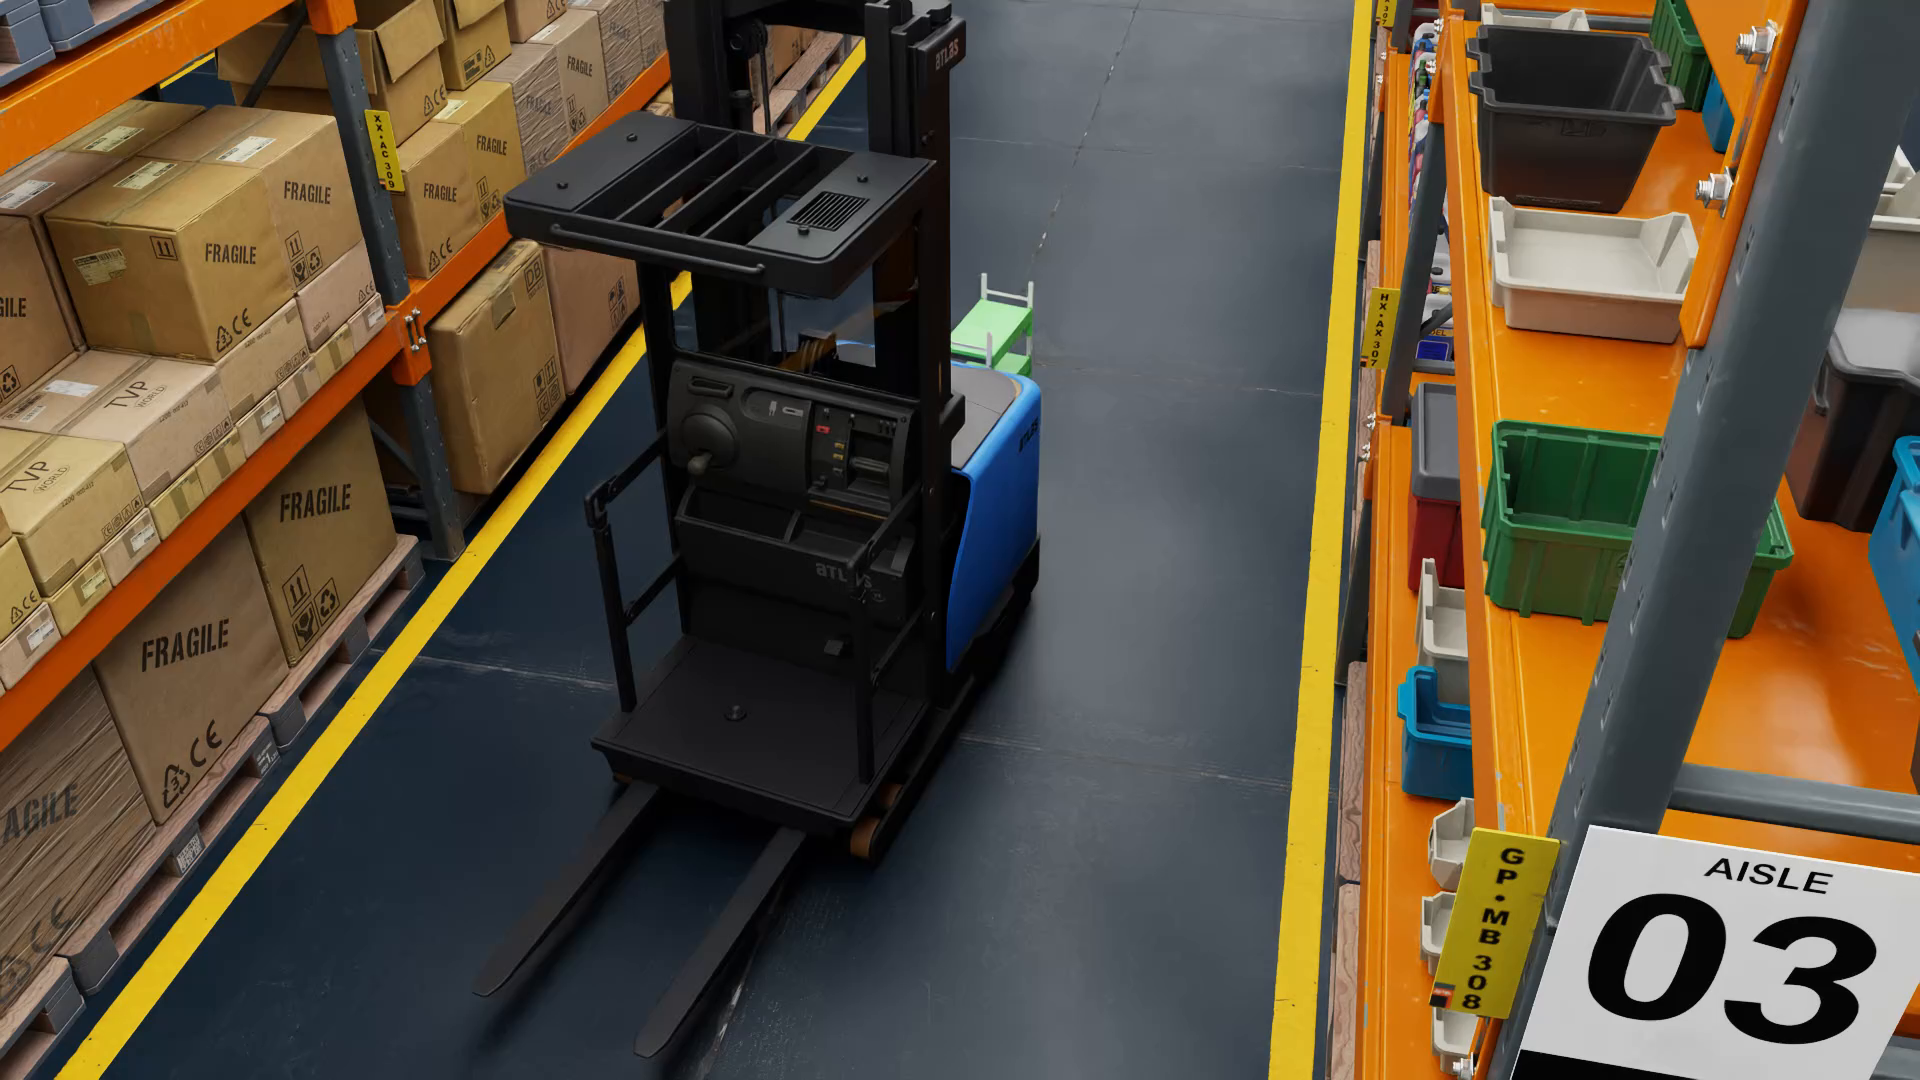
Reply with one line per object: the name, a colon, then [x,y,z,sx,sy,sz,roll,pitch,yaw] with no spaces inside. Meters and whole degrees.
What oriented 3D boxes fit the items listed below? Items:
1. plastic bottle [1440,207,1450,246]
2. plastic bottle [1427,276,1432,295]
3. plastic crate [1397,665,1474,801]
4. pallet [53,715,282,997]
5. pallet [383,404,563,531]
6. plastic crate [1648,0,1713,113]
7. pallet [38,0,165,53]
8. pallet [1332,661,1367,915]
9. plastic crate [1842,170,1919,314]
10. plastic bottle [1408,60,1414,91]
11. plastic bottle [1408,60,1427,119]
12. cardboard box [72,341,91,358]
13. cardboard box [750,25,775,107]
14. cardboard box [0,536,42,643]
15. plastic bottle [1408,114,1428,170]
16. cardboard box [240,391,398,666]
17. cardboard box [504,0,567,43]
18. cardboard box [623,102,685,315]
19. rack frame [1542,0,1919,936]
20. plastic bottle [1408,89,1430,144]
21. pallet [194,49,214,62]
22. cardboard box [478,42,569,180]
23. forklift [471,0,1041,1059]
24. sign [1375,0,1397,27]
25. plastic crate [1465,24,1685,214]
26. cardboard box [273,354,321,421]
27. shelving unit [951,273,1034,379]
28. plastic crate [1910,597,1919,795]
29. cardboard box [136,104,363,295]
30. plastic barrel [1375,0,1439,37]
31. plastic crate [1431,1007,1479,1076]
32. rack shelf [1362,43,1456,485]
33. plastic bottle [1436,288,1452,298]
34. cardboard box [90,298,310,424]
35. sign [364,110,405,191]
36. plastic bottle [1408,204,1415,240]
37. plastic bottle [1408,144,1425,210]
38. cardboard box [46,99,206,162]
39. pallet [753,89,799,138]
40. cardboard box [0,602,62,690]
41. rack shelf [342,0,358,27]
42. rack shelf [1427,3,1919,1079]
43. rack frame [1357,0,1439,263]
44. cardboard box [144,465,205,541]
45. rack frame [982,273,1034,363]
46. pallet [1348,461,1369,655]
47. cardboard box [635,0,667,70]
plastic bottle: [1.971,-1.235,6.940,0.144,0.351,0.185,7,37,10]
plastic bottle: [1.828,-0.938,6.588,0.061,0.283,0.133,7,37,10]
plastic crate: [1.389,0.546,4.531,0.416,0.233,0.300,7,37,10]
pallet: [-3.281,1.055,6.114,1.003,0.211,1.213,7,37,10]
pallet: [-2.693,-0.524,8.293,1.003,0.211,1.213,7,37,10]
plastic crate: [2.260,-1.429,4.790,0.450,0.188,0.662,7,37,10]
pallet: [-2.969,-1.912,5.352,1.003,0.211,1.213,7,37,10]
pallet: [1.936,0.975,6.225,1.003,0.211,1.213,7,37,10]
plastic crate: [1.975,-0.686,3.685,0.437,0.282,0.530,7,37,10]
plastic bottle: [2.429,-2.467,8.767,0.097,0.201,0.097,0,36,0]
plastic bottle: [2.329,-2.283,8.443,0.061,0.283,0.133,7,37,10]
cardboard box: [-3.251,-0.740,6.090,0.500,0.250,0.500,7,37,10]
cardboard box: [-1.700,-3.367,11.595,0.700,0.500,0.500,4,36,6]
cardboard box: [-3.057,0.204,4.787,0.500,0.250,0.500,6,36,8]
plastic bottle: [2.203,-1.889,7.910,0.097,0.271,0.097,0,36,0]
cardboard box: [-3.003,-0.143,6.844,0.875,0.875,0.875,7,37,10]
cardboard box: [-2.380,-2.766,8.070,0.797,0.503,0.637,8,37,11]
cardboard box: [-2.295,-1.901,9.270,1.225,0.875,0.875,7,37,10]
rack frame: [1.200,-0.717,1.071,1.000,3.000,0.127,7,37,10]
plastic bottle: [2.273,-2.077,8.170,0.097,0.271,0.097,0,36,0]
pallet: [-6.249,-4.185,13.345,1.003,0.211,1.213,7,37,10]
cardboard box: [-2.228,-2.050,7.937,0.500,0.500,0.500,7,36,9]
forklift: [-0.687,-0.294,5.659,1.130,2.935,3.031,14,38,18]
sign: [2.370,-3.005,9.201,0.100,0.325,0.005,7,37,10]
plastic crate: [1.522,-1.065,4.218,0.497,0.269,0.590,7,37,10]
cardboard box: [-2.639,-0.589,6.221,0.380,0.149,0.250,7,36,9]
shelving unit: [0.115,-0.529,7.457,0.258,1.200,0.503,14,38,18]
plastic crate: [1.555,0.365,2.246,0.497,0.269,0.590,7,37,10]
cardboard box: [-2.621,-1.268,6.179,0.500,0.500,0.500,8,37,11]
plastic barrel: [2.712,-3.233,9.539,0.600,0.536,0.708,7,37,10]
plastic crate: [1.274,1.140,3.794,0.396,0.136,0.243,7,37,10]
rack shelf: [2.482,-1.436,7.788,1.077,0.370,4.000,7,37,10]
plastic bottle: [1.909,-0.906,6.613,0.097,0.201,0.097,0,36,0]
cardboard box: [-2.730,-0.678,6.004,0.500,0.250,0.500,8,37,11]
sign: [-2.241,-1.515,6.480,0.100,0.325,0.005,7,37,10]
plastic bottle: [2.036,-1.412,7.312,0.097,0.201,0.097,0,36,0]
plastic bottle: [2.092,-1.647,7.566,0.061,0.283,0.133,7,37,10]
cardboard box: [-3.136,-1.322,6.254,0.500,0.500,0.500,7,37,10]
pallet: [-1.761,-2.813,11.452,1.003,0.211,1.213,7,37,10]
cardboard box: [-2.968,0.294,5.003,0.380,0.149,0.250,7,37,9]
rack shelf: [-2.357,-3.271,7.765,1.077,0.370,4.000,7,37,10]
rack shelf: [1.628,-0.357,3.744,1.077,0.370,4.000,7,37,10]
rack frame: [2.909,-2.874,9.159,1.000,3.000,0.127,7,37,10]
cardboard box: [-2.803,-0.147,5.611,0.380,0.149,0.250,7,36,9]
rack frame: [0.209,-0.661,7.640,0.240,1.200,0.015,14,38,18]
pallet: [2.260,0.111,7.417,1.003,0.211,1.213,7,37,10]
cardboard box: [-1.905,-2.936,9.160,0.500,0.500,0.500,7,37,10]
